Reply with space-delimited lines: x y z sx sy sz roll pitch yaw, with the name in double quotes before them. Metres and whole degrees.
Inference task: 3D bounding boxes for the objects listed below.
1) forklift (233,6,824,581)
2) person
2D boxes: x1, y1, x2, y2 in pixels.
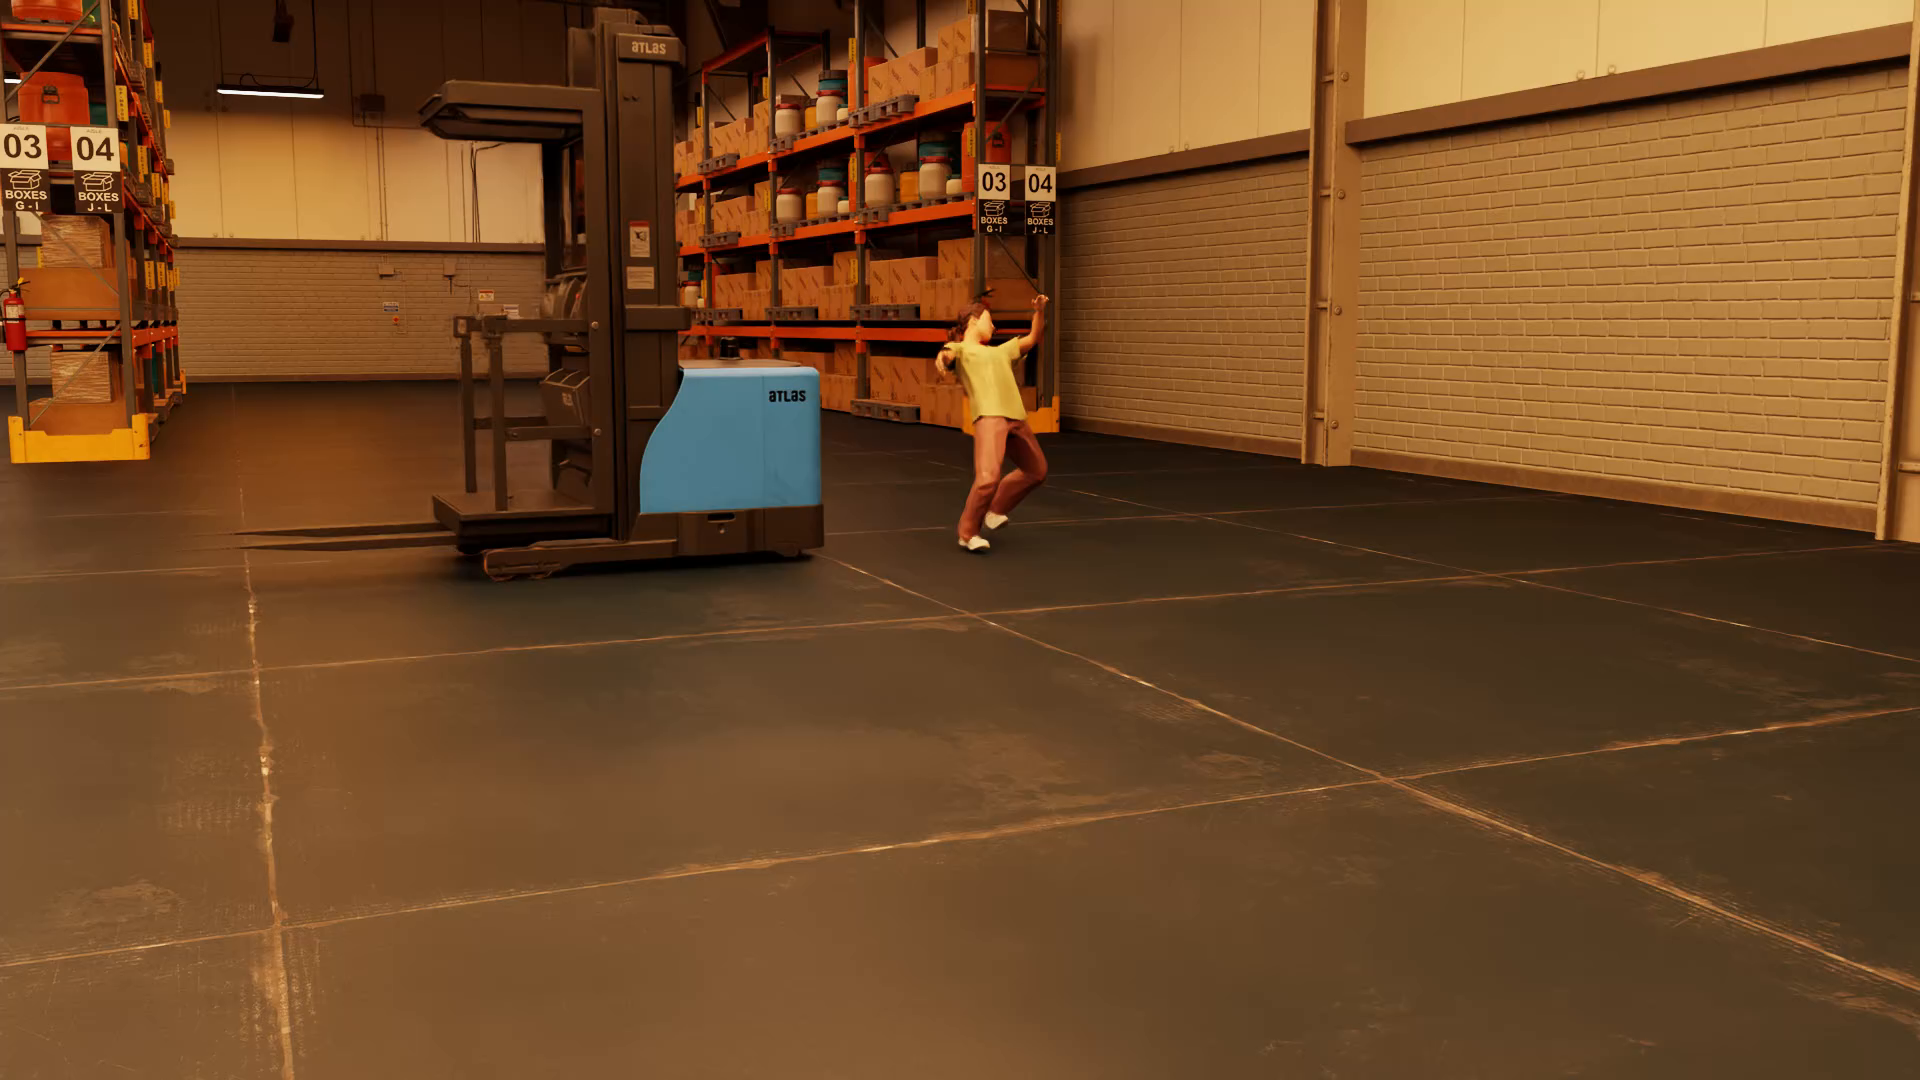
"forklift" -2.322 -1.320 8.949 3.031 2.935 1.130 -3 8 -25
"person" 0.109 -0.676 9.607 0.682 1.461 1.008 5 9 36
